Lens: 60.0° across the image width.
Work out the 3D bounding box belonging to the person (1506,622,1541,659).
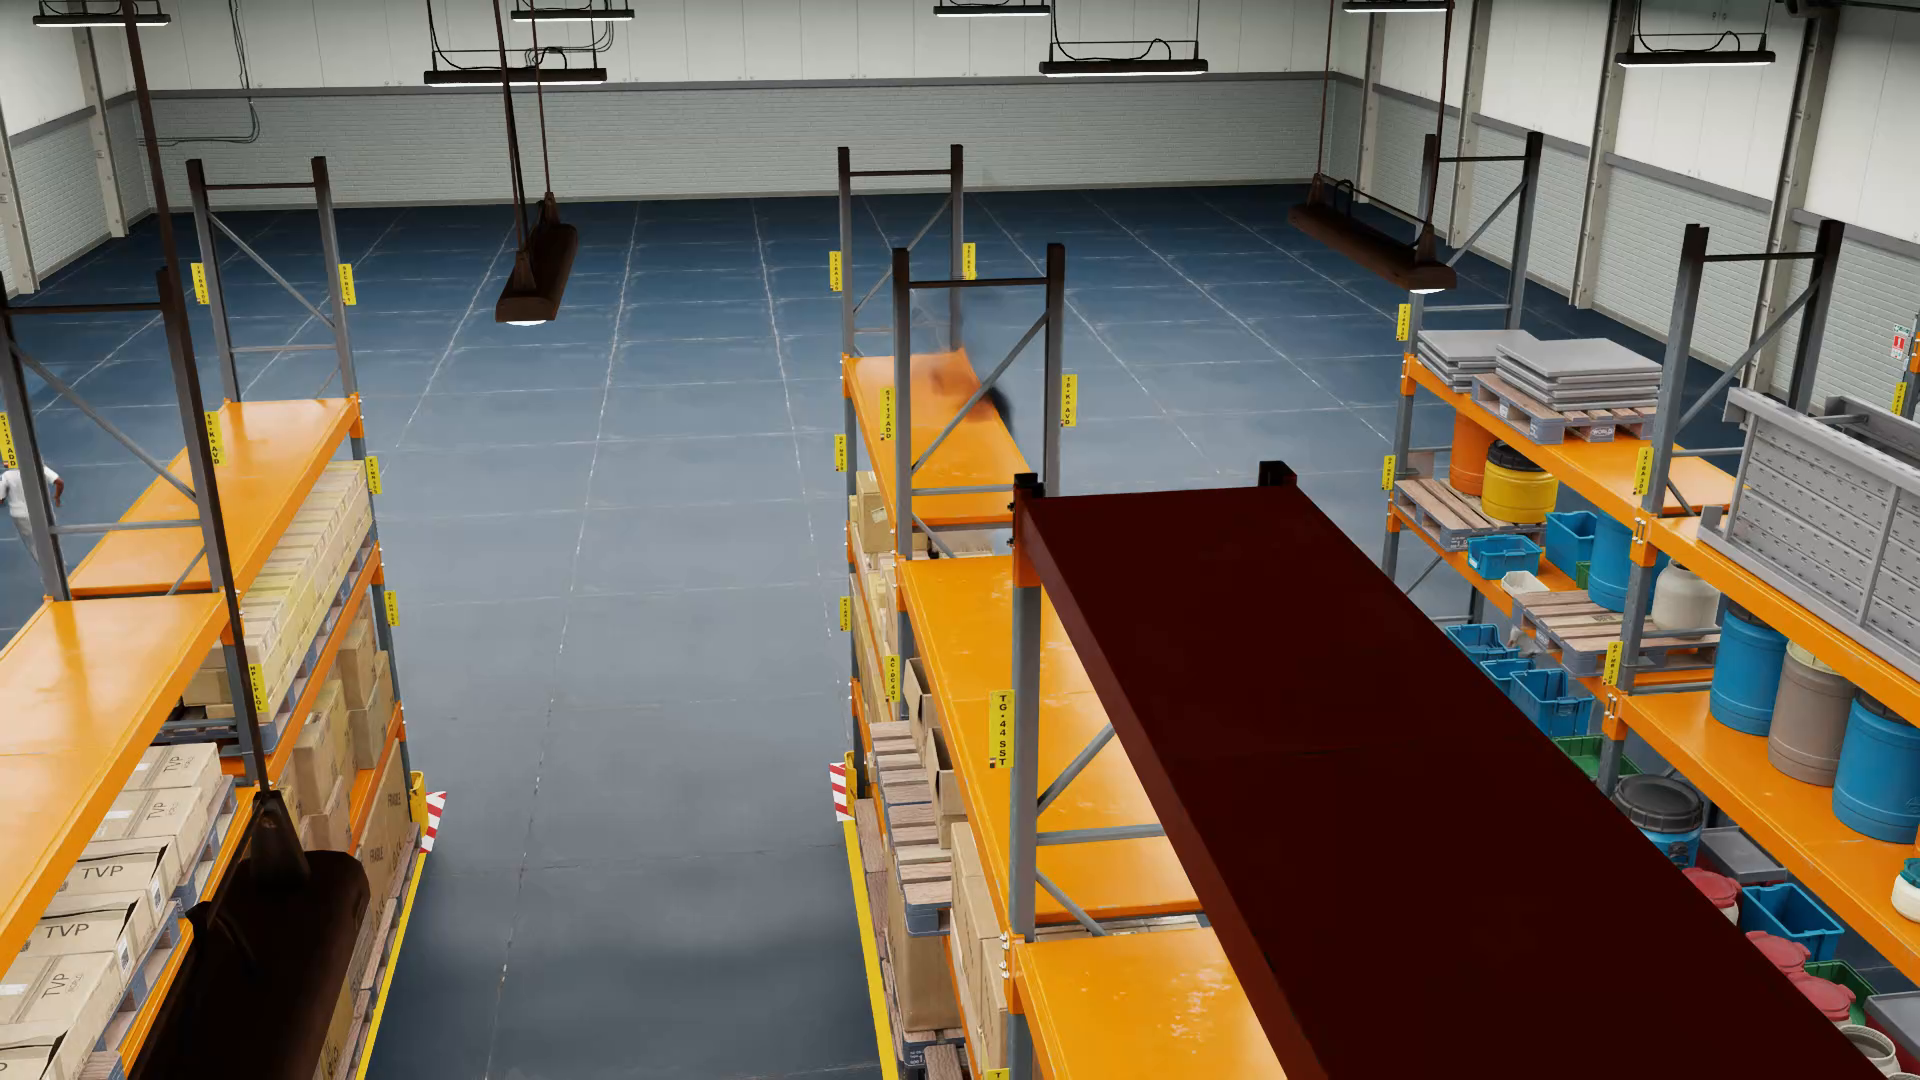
[{"bbox_3d":[5.738,1.060,16.910,0.561,1.545,0.467,-7,23,-17],"label":"person"}]

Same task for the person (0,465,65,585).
[{"bbox_3d":[-11.193,-0.300,20.018,0.746,1.817,0.669,13,25,30],"label":"person"}]
